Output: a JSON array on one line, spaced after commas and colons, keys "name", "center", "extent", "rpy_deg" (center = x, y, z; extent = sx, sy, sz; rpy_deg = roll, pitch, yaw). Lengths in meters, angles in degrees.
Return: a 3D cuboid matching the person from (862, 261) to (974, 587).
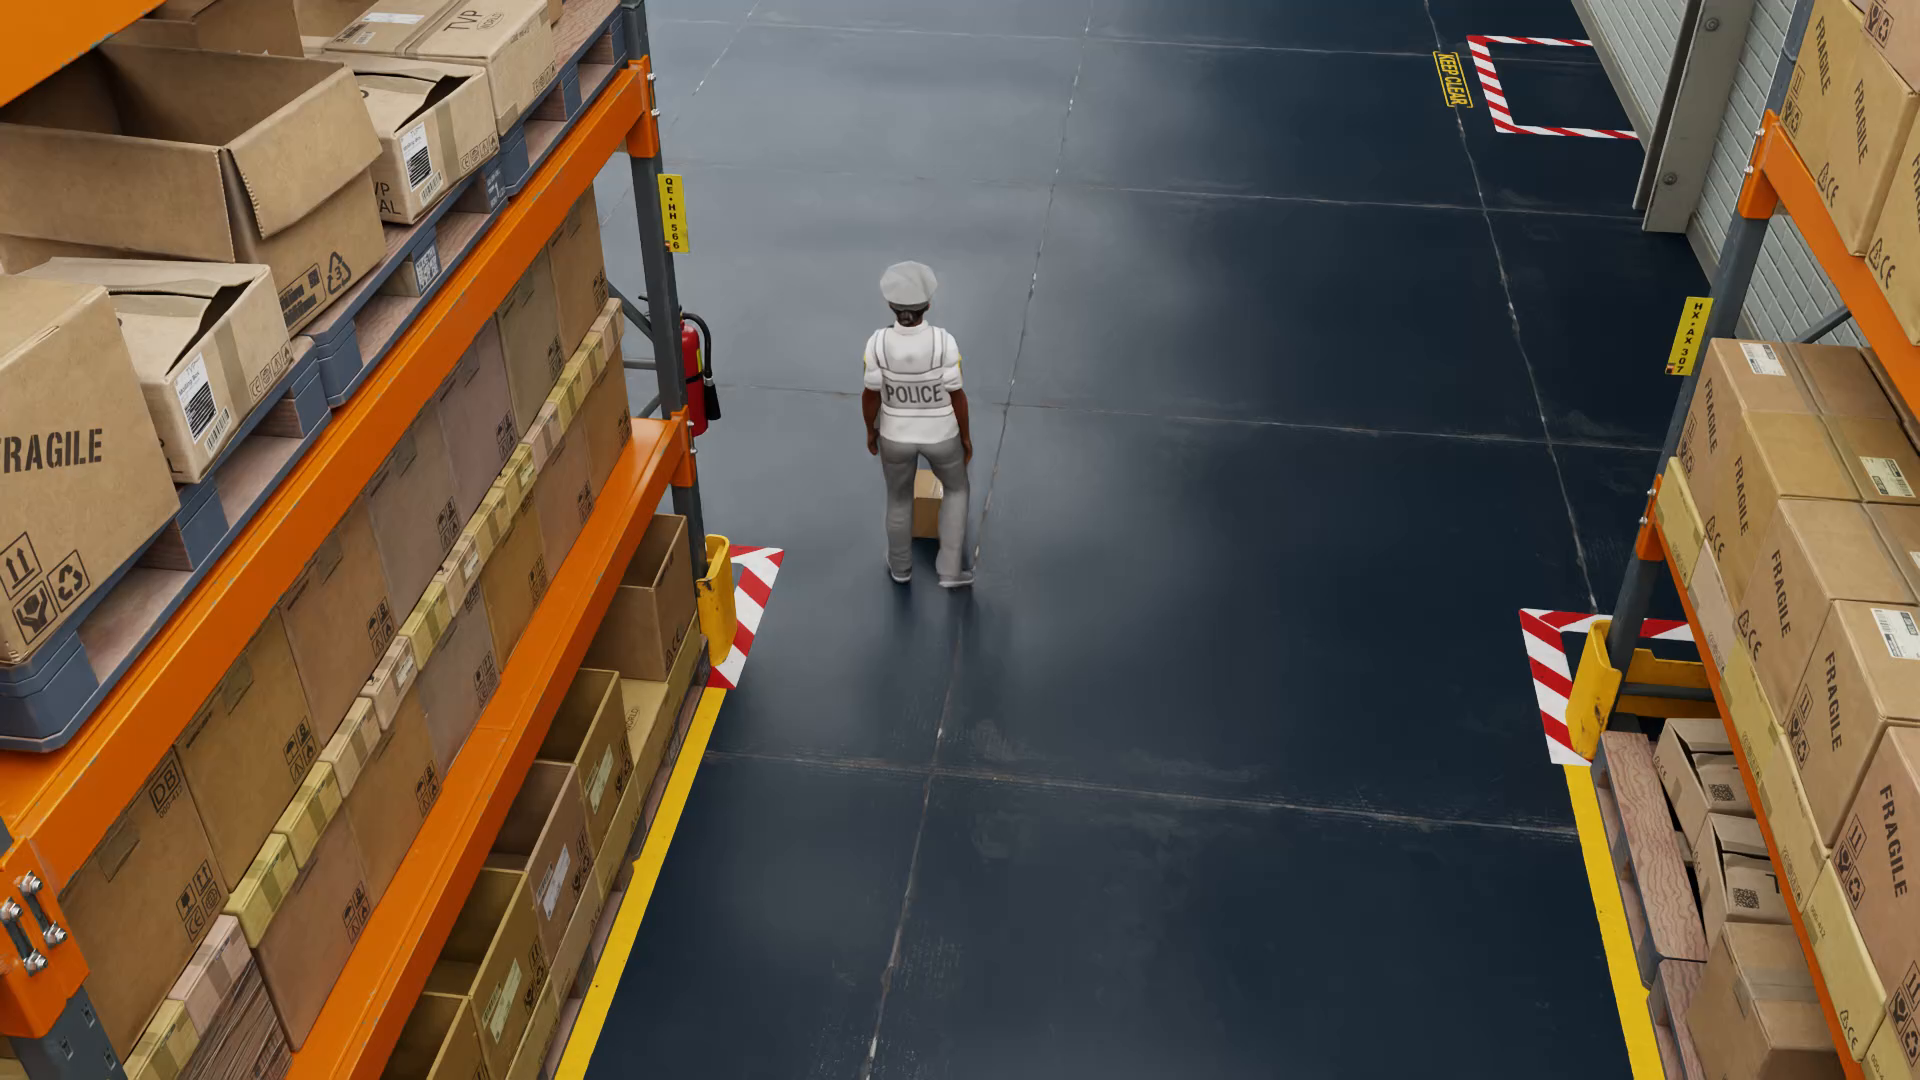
[{"name": "person", "center": [-0.187, -0.490, 7.663], "extent": [0.513, 1.711, 0.454], "rpy_deg": [1, 36, 2]}]
